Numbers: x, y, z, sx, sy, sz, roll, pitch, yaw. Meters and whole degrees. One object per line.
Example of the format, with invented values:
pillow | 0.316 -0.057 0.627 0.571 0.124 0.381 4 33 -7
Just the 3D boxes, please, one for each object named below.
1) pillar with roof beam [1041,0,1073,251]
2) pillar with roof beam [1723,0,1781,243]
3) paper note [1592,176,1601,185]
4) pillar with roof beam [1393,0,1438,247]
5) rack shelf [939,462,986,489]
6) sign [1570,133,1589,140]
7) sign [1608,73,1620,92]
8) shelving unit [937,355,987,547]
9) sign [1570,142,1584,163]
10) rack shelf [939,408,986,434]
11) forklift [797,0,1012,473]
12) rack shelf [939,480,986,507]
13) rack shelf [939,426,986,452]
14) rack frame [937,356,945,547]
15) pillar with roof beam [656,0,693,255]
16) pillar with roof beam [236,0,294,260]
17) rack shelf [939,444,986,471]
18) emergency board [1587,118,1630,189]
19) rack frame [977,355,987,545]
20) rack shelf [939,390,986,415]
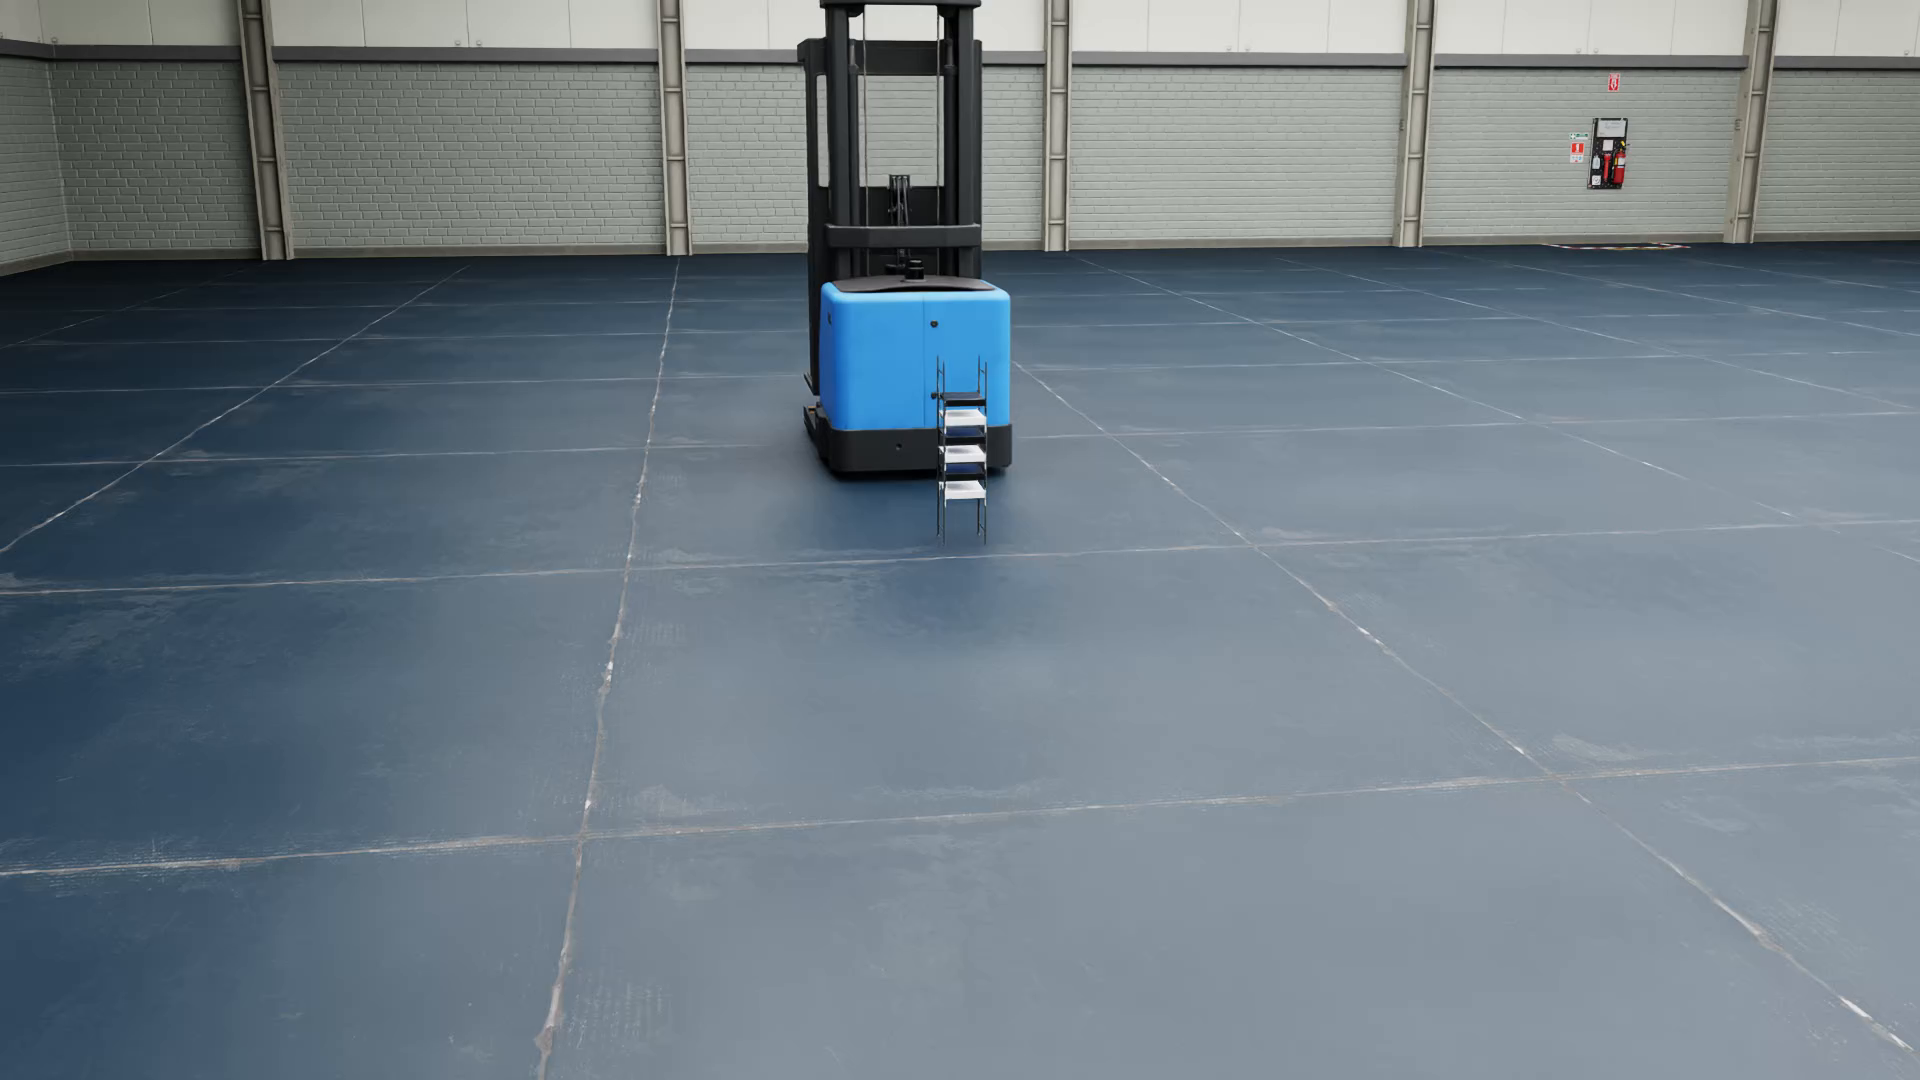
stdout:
pillar with roof beam | 2.180 -8.023 21.715 0.400 9.000 9.100 -2 14 -8
pillar with roof beam | 14.046 -8.458 23.449 0.400 9.000 9.100 -2 14 -8
paper note | 10.770 -6.086 28.135 0.142 0.148 0.016 -2 14 -8
pillar with roof beam | 8.113 -8.241 22.582 0.400 9.000 9.100 -2 14 -8
rack shelf | 0.008 -0.317 8.144 0.200 0.077 0.258 -2 14 -8
sign | 10.399 -6.781 27.930 0.331 0.109 0.001 -2 14 -8
sign | 10.933 -7.652 27.800 0.199 0.298 0.001 -2 14 -8
shelving unit | 0.008 -0.437 8.114 0.210 0.900 0.258 -2 14 -8
sign | 10.394 -6.526 28.002 0.234 0.329 0.001 -2 14 -8
rack shelf | 0.008 -0.579 8.078 0.200 0.077 0.258 -2 14 -8
forklift | -0.446 -2.120 10.650 1.130 2.935 3.031 -2 14 -9
rack shelf | 0.008 -0.230 8.165 0.200 0.077 0.258 -2 14 -8
rack shelf | 0.008 -0.492 8.100 0.200 0.077 0.258 -2 14 -8
rack frame | -0.092 -0.433 8.099 0.006 0.900 0.240 -2 14 -8
pillar with roof beam | -3.753 -7.806 20.848 0.400 9.000 9.100 -2 14 -8
pillar with roof beam | -9.686 -7.588 19.981 0.400 9.000 9.100 -2 14 -8
rack shelf | 0.008 -0.404 8.122 0.200 0.077 0.258 -2 14 -8
emergency board | 10.956 -6.503 27.988 0.643 1.169 0.194 -2 14 -8
rack frame | 0.109 -0.440 8.128 0.006 0.900 0.240 -2 14 -8
rack shelf | 0.008 -0.666 8.056 0.200 0.077 0.258 -2 14 -8
